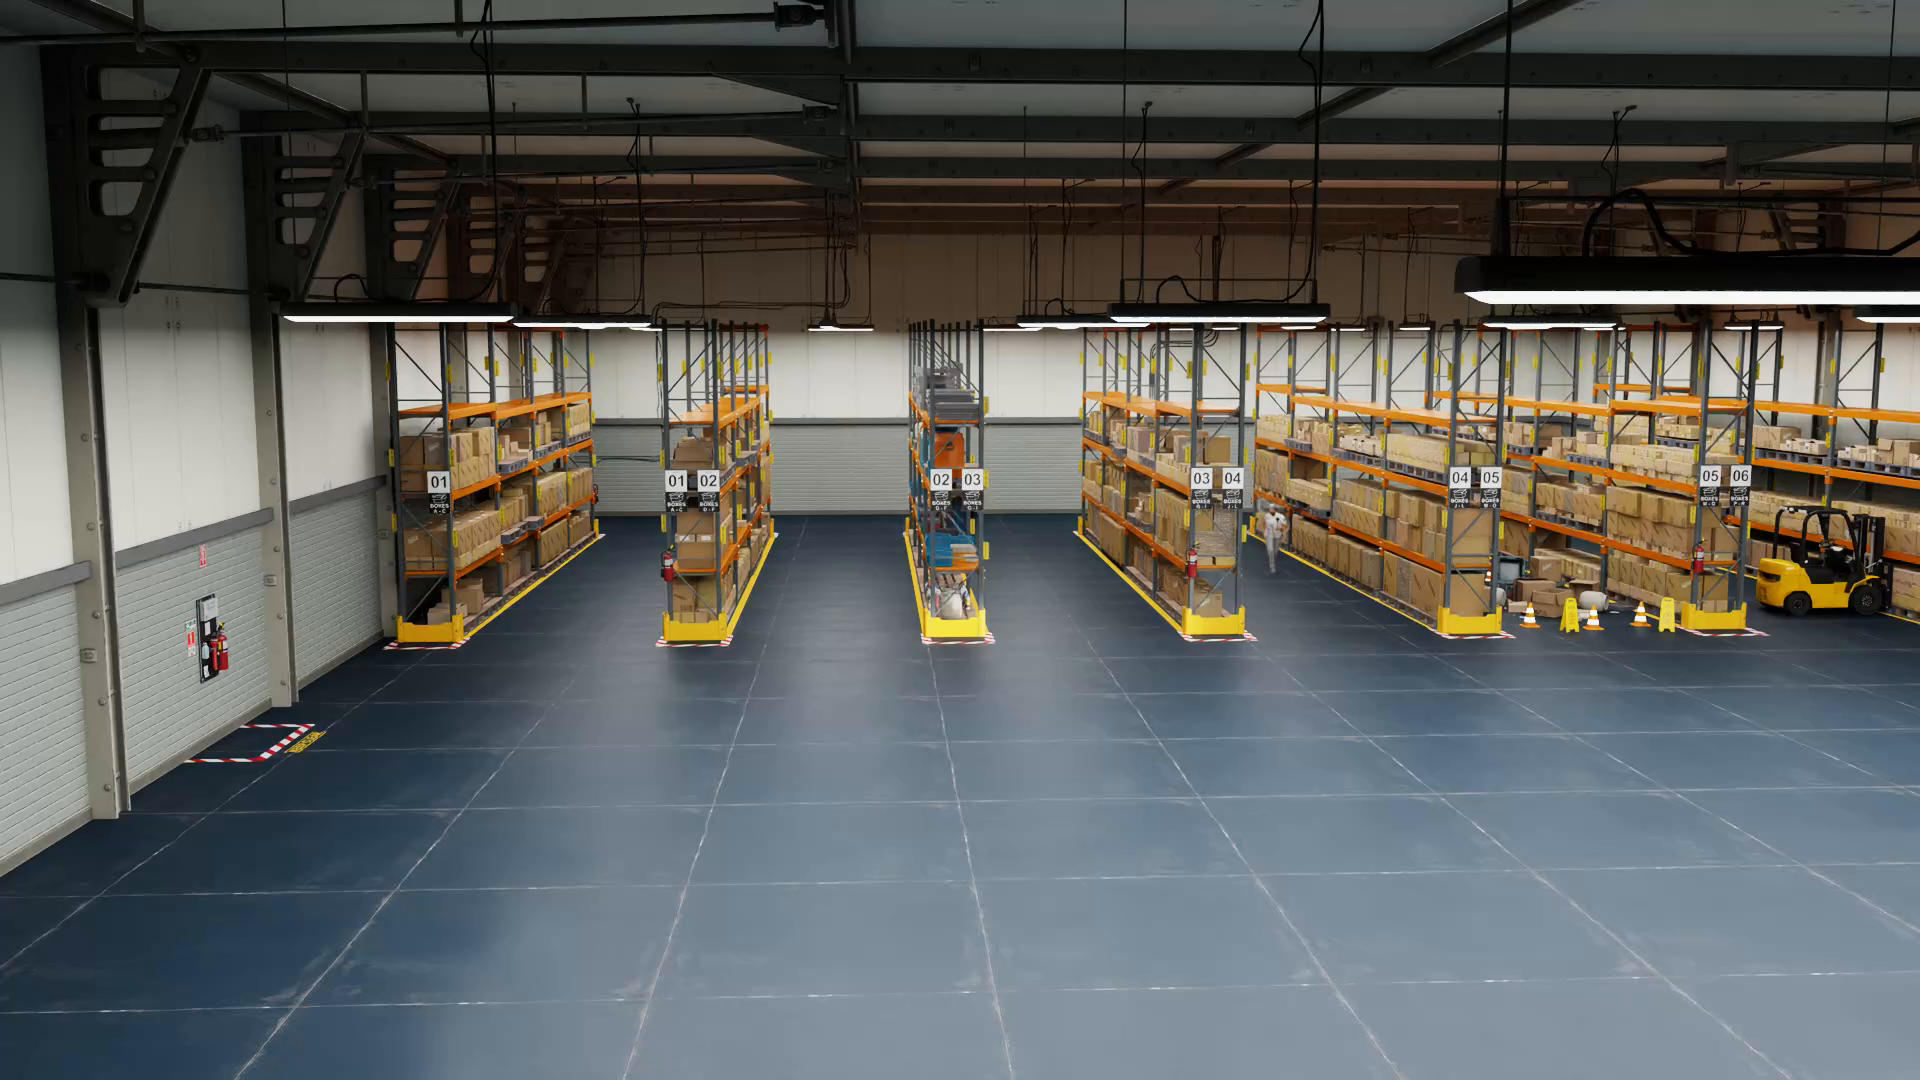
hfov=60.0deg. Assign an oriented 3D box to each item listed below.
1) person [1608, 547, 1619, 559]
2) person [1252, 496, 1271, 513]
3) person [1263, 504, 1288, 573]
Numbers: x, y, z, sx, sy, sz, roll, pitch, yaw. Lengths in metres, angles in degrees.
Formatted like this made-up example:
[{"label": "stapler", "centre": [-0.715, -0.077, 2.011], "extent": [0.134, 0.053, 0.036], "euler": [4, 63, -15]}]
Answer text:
[{"label": "person", "centre": [16.480, -0.332, 42.008], "extent": [0.446, 1.772, 0.592], "euler": [2, 7, 18]}, {"label": "person", "centre": [8.914, -1.206, 49.314], "extent": [0.486, 1.714, 0.471], "euler": [-2, 7, -19]}, {"label": "person", "centre": [7.617, -0.071, 40.141], "extent": [0.545, 1.617, 1.007], "euler": [0, 7, -2]}]
